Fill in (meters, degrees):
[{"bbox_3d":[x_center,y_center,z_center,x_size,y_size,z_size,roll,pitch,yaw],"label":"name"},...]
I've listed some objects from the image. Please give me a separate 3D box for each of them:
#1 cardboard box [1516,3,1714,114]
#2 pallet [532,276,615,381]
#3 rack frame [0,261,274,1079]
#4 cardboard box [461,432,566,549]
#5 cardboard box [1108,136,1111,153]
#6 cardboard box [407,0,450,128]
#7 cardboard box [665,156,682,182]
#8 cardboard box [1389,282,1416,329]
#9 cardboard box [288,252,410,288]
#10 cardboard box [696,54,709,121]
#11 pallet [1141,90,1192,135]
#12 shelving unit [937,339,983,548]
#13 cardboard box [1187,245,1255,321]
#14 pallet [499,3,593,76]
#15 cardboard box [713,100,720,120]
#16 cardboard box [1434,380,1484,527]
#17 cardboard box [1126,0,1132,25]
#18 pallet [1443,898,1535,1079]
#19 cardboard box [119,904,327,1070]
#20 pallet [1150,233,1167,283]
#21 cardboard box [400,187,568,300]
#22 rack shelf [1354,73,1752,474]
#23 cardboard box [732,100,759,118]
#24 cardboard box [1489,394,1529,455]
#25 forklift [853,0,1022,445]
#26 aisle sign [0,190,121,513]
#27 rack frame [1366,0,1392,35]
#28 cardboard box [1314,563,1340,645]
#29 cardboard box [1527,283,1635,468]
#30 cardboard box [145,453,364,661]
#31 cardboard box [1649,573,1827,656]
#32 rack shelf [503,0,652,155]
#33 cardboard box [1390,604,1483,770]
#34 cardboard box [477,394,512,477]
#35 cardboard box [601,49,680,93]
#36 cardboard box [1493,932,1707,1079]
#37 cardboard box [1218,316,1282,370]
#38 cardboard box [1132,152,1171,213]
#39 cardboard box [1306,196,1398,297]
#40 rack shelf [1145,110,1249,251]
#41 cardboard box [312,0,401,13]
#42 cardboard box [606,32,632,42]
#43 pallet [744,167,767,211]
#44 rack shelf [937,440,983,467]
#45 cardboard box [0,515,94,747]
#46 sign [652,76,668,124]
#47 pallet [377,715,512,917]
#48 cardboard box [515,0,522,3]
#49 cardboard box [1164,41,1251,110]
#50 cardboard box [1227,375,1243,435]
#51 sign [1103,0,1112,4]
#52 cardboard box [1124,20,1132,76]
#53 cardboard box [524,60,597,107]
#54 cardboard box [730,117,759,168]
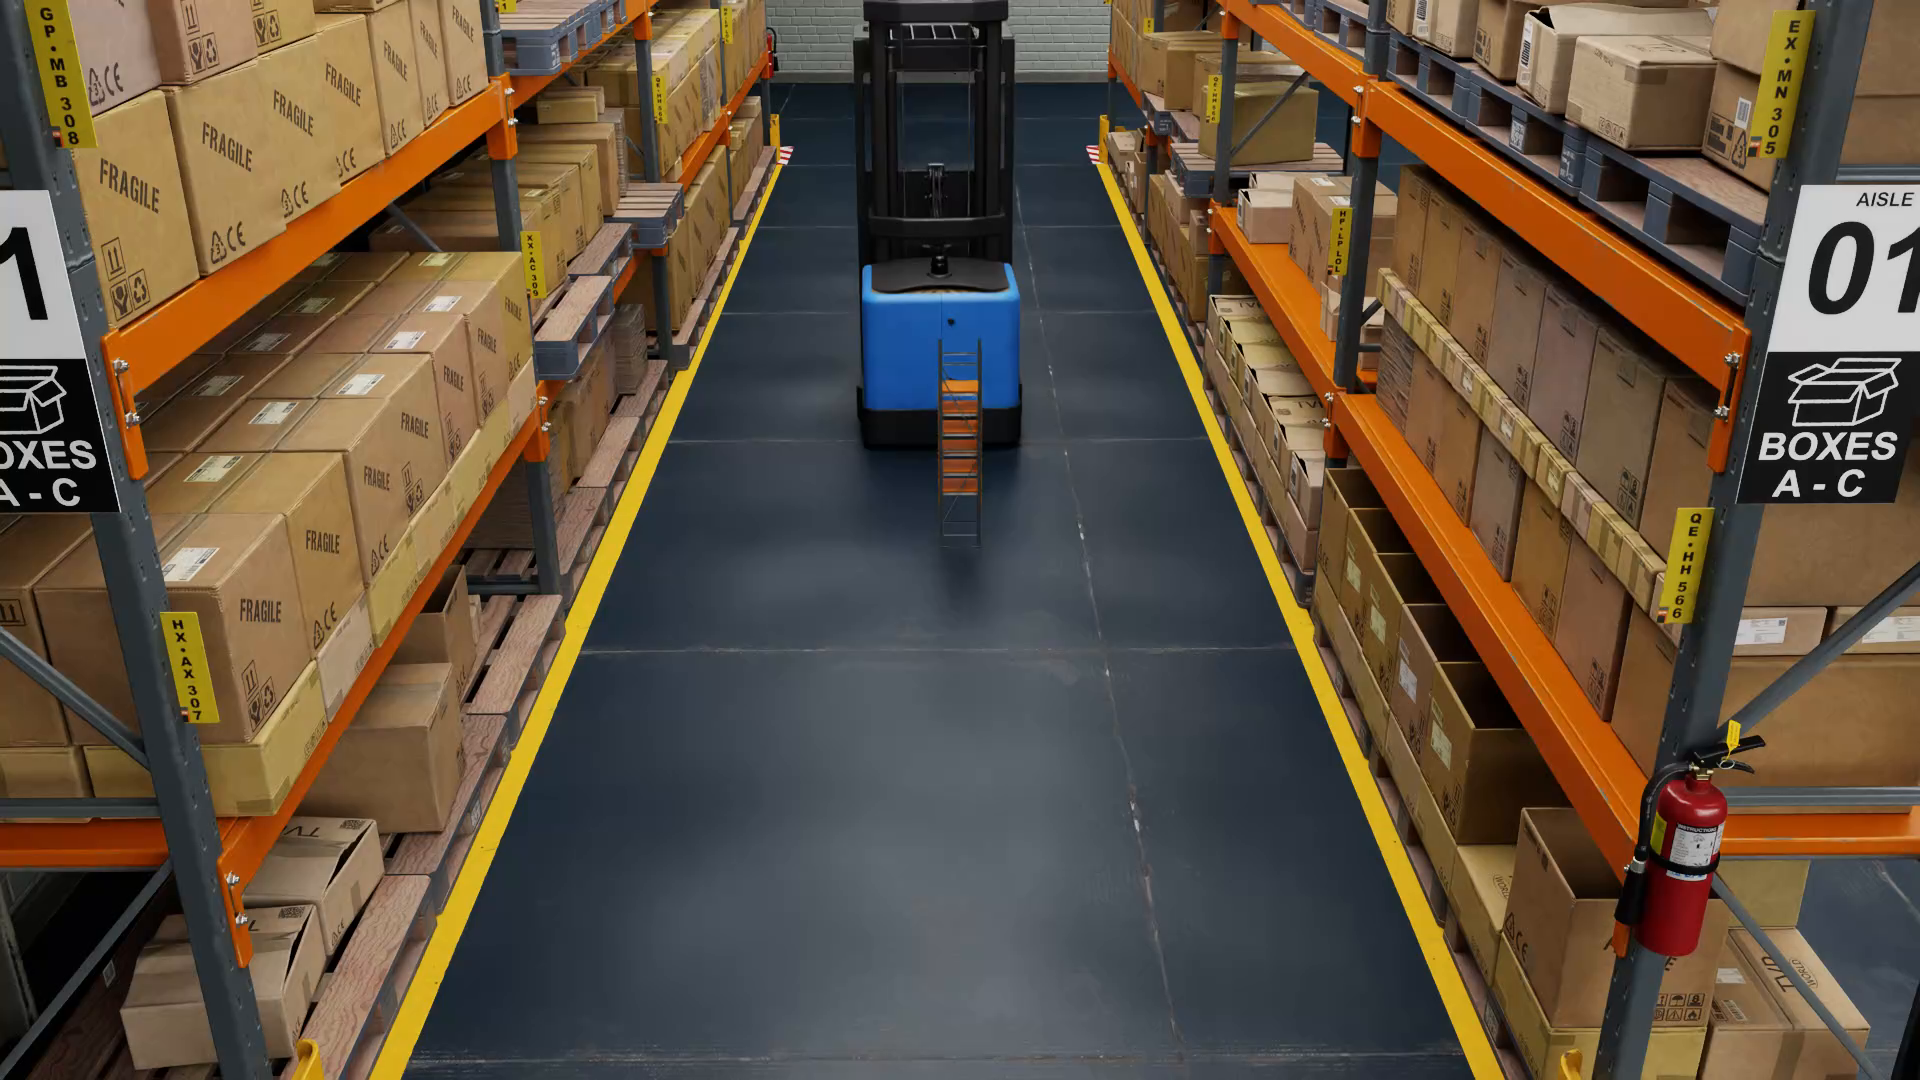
[{"bbox_3d":[2.124,-1.577,5.385,0.500,0.311,0.500,3,24,6],"label":"cardboard box"},{"bbox_3d":[-2.454,-1.146,8.876,1.003,0.211,1.213,0,24,-1],"label":"pallet"},{"bbox_3d":[-2.547,0.731,4.495,1.000,3.000,0.127,0,24,-1],"label":"rack frame"},{"bbox_3d":[-2.615,-0.282,9.234,0.700,0.500,0.500,1,24,1],"label":"cardboard box"},{"bbox_3d":[1.895,-4.519,19.005,0.380,0.166,0.250,0,24,-1],"label":"cardboard box"},{"bbox_3d":[-2.345,-1.924,6.578,0.500,0.500,0.500,-2,24,-5],"label":"cardboard box"},{"bbox_3d":[-2.319,-2.811,12.606,0.380,0.149,0.250,0,24,1],"label":"cardboard box"},{"bbox_3d":[2.175,-1.068,7.562,0.380,0.149,0.250,0,24,0],"label":"cardboard box"},{"bbox_3d":[-2.794,-1.005,7.581,0.500,0.500,0.500,-1,24,-2],"label":"cardboard box"},{"bbox_3d":[-2.409,-3.798,14.001,0.500,0.500,0.500,0,24,0],"label":"cardboard box"},{"bbox_3d":[2.175,-3.821,14.791,1.003,0.211,1.213,0,24,-1],"label":"pallet"},{"bbox_3d":[0.000,-0.541,9.490,0.258,1.200,0.189,0,24,-1],"label":"shelving unit"},{"bbox_3d":[2.074,-2.036,13.110,0.500,0.500,0.500,1,24,2],"label":"cardboard box"},{"bbox_3d":[-2.491,-2.454,8.123,1.213,0.211,1.003,0,24,-1],"label":"pallet"},{"bbox_3d":[-2.365,-3.867,14.940,0.380,0.149,0.250,0,24,0],"label":"cardboard box"},{"bbox_3d":[2.388,-0.380,6.829,0.700,0.500,0.500,0,24,0],"label":"cardboard box"},{"bbox_3d":[1.993,-5.572,17.096,0.500,0.500,0.500,0,24,-1],"label":"cardboard box"},{"bbox_3d":[2.356,1.662,5.818,1.003,0.211,1.213,0,24,-1],"label":"pallet"},{"bbox_3d":[-2.465,1.470,5.589,0.500,0.311,0.500,-3,25,-7],"label":"cardboard box"},{"bbox_3d":[2.322,-2.632,15.314,1.003,0.211,1.213,0,24,-1],"label":"pallet"},{"bbox_3d":[-2.561,-1.604,9.001,0.700,0.500,0.500,2,24,5],"label":"cardboard box"},{"bbox_3d":[2.384,-1.156,5.899,1.077,0.370,4.000,0,24,-1],"label":"rack shelf"},{"bbox_3d":[-2.427,-4.765,18.382,0.380,0.149,0.250,0,24,1],"label":"cardboard box"},{"bbox_3d":[2.192,-0.430,6.152,0.380,0.149,0.250,-1,24,-1],"label":"cardboard box"},{"bbox_3d":[-0.187,-2.530,11.788,1.130,2.935,3.031,-1,24,-2],"label":"forklift"},{"bbox_3d":[-2.246,-0.426,3.896,0.394,0.787,0.004,0,24,-1],"label":"aisle sign"},{"bbox_3d":[2.363,-3.675,6.955,1.000,3.000,0.127,0,24,-1],"label":"rack frame"},{"bbox_3d":[2.064,0.312,8.246,0.500,0.250,0.500,0,24,-1],"label":"cardboard box"},{"bbox_3d":[2.396,-0.568,5.671,0.700,0.500,0.500,0,24,0],"label":"cardboard box"},{"bbox_3d":[-2.247,0.046,5.255,0.500,0.500,0.500,0,24,0],"label":"cardboard box"},{"bbox_3d":[2.212,0.209,4.739,0.380,0.149,0.250,-1,24,-1],"label":"cardboard box"},{"bbox_3d":[-2.613,-2.781,9.491,1.077,0.370,4.000,0,24,-1],"label":"rack shelf"},{"bbox_3d":[2.073,0.589,6.725,0.500,0.500,0.500,0,24,-1],"label":"cardboard box"},{"bbox_3d":[-2.285,-0.459,7.283,0.500,0.250,0.500,0,24,0],"label":"cardboard box"},{"bbox_3d":[-2.388,-3.507,12.449,0.500,0.250,0.500,-1,24,-1],"label":"cardboard box"},{"bbox_3d":[2.105,1.549,5.513,0.500,0.250,0.500,0,24,-1],"label":"cardboard box"},{"bbox_3d":[2.045,-1.350,11.242,0.500,0.311,0.500,-1,24,-2],"label":"cardboard box"},{"bbox_3d":[1.985,-3.533,16.421,0.500,0.500,0.500,0,24,-1],"label":"cardboard box"},{"bbox_3d":[2.359,-1.727,9.807,0.500,0.500,0.500,0,24,0],"label":"cardboard box"},{"bbox_3d":[2.297,-3.086,13.806,1.077,0.370,4.000,0,24,-1],"label":"rack shelf"},{"bbox_3d":[-2.282,-2.148,5.861,0.500,0.500,0.500,-1,24,-2],"label":"cardboard box"},{"bbox_3d":[-2.909,-3.918,13.357,0.500,0.250,0.500,-1,24,-2],"label":"cardboard box"},{"bbox_3d":[-2.624,-3.761,17.810,1.003,0.211,1.213,0,24,-1],"label":"pallet"},{"bbox_3d":[0.000,-0.500,9.508,0.258,0.103,0.180,0,24,-1],"label":"rack shelf"},{"bbox_3d":[-2.765,0.255,4.794,0.500,0.500,0.500,-1,24,-1],"label":"cardboard box"},{"bbox_3d":[-2.092,-3.064,11.575,0.100,0.325,0.005,0,24,-1],"label":"sign"},{"bbox_3d":[-2.532,1.133,6.988,1.003,0.211,1.213,0,24,-1],"label":"pallet"},{"bbox_3d":[-2.523,-2.914,8.513,0.500,0.311,0.500,1,24,1],"label":"cardboard box"},{"bbox_3d":[2.128,-3.996,14.313,0.700,0.500,0.500,4,25,8],"label":"cardboard box"},{"bbox_3d":[2.049,-0.890,10.904,0.500,0.250,0.500,-1,24,-2],"label":"cardboard box"},{"bbox_3d":[1.689,-6.278,18.941,0.100,0.325,0.005,0,24,-1],"label":"sign"},{"bbox_3d":[1.990,-5.122,17.314,0.500,0.500,0.500,0,24,0],"label":"cardboard box"},{"bbox_3d":[-2.899,-3.283,11.953,0.500,0.250,0.500,0,24,1],"label":"cardboard box"},{"bbox_3d":[-2.608,-4.421,18.408,0.700,0.500,0.500,0,24,-1],"label":"cardboard box"}]
